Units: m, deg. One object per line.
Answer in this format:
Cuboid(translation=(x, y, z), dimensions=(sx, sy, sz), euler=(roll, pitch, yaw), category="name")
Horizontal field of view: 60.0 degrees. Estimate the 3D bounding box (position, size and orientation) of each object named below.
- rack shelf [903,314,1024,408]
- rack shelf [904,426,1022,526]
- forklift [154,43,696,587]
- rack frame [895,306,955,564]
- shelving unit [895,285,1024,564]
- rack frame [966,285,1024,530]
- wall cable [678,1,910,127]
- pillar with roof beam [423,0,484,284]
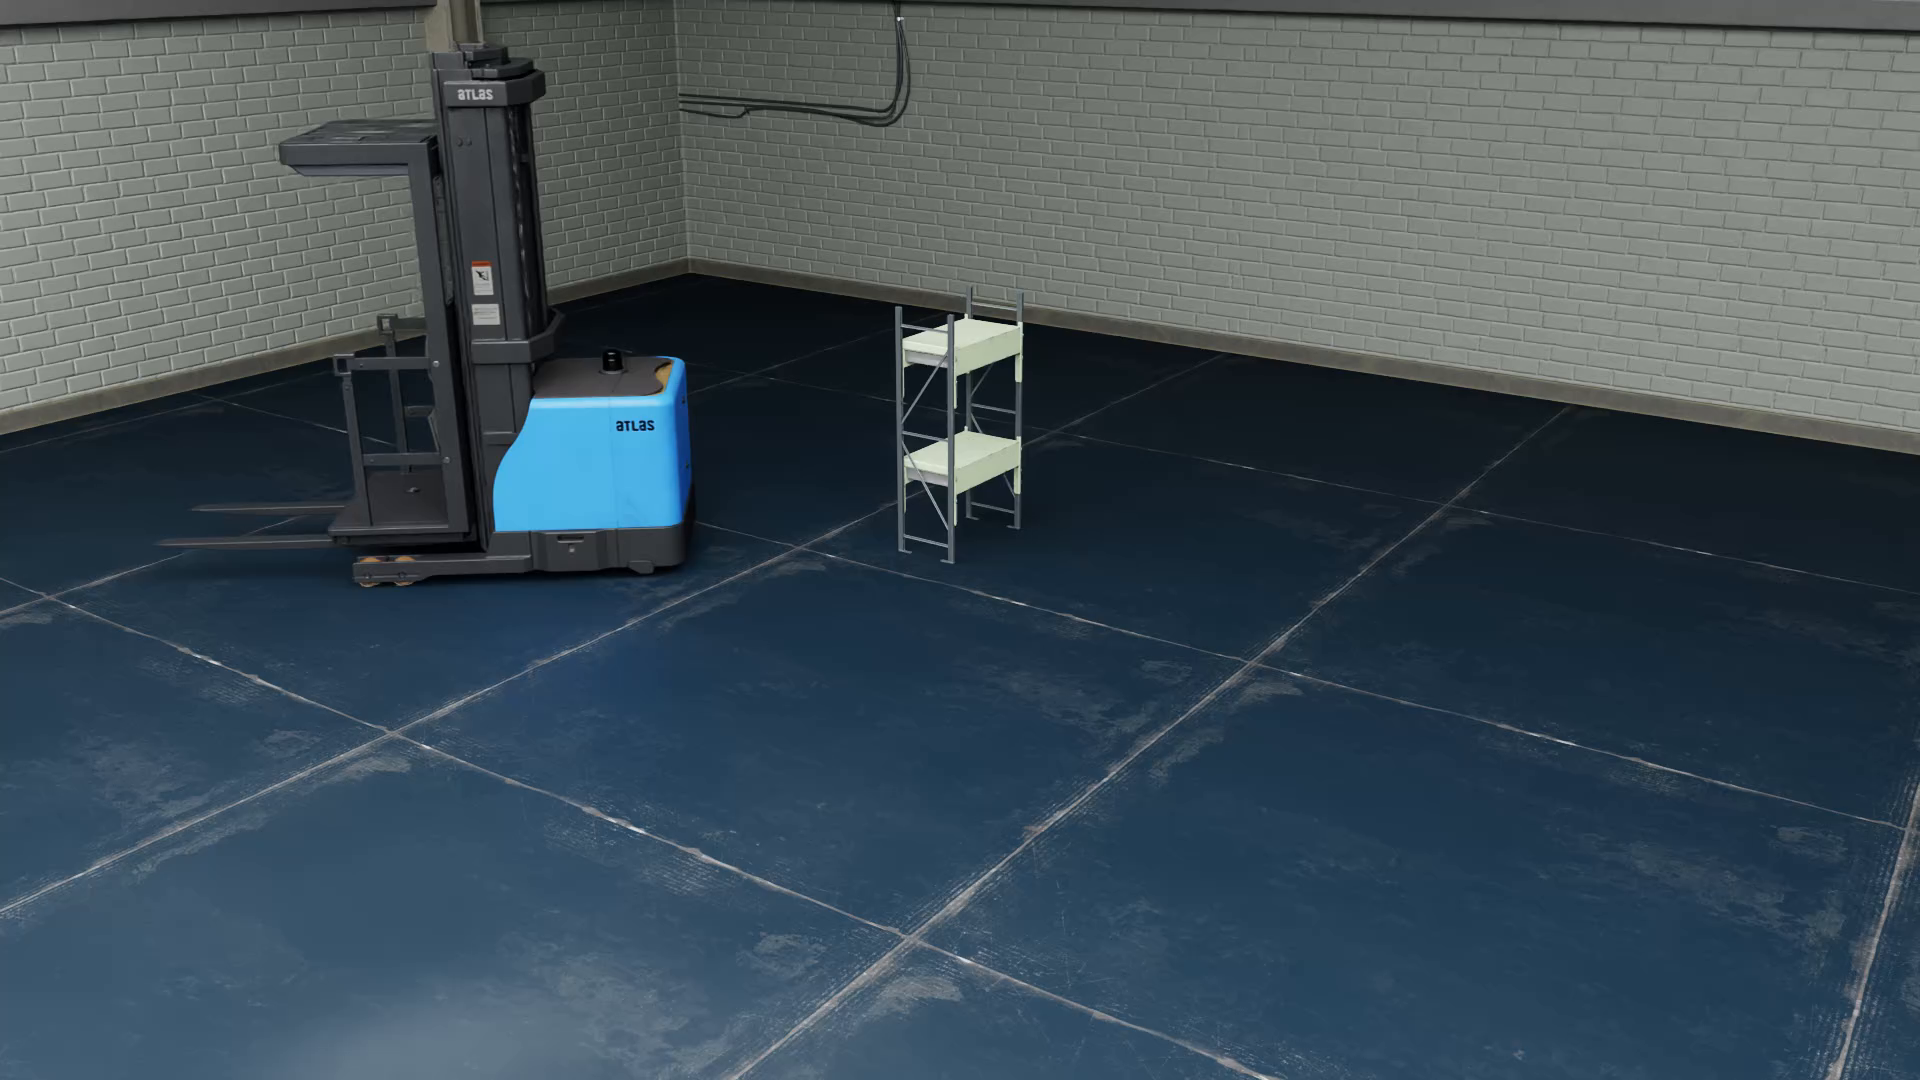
Cuboid(translation=(0.004, -1.071, 9.875), dimensions=(0.431, 0.370, 0.720), euler=(13, 24, 32), category="rack shelf")
Cuboid(translation=(0.004, -0.400, 10.123), dimensions=(0.431, 0.370, 0.720), euler=(13, 24, 32), category="rack shelf")
Cuboid(translation=(-3.147, -1.296, 9.544), dimensions=(3.031, 2.935, 1.130), euler=(-2, 20, -4), category="forklift")
Cuboid(translation=(-0.202, -0.600, 9.726), dimensions=(0.400, 1.500, 0.023), euler=(13, 24, 32), category="rack frame")
Cuboid(translation=(0.004, -0.705, 10.010), dimensions=(0.431, 1.500, 0.755), euler=(13, 24, 32), category="shelving unit")
Cuboid(translation=(0.209, -0.810, 10.294), dimensions=(0.400, 1.500, 0.023), euler=(13, 24, 32), category="rack frame")
Cuboid(translation=(-1.772, -5.398, 16.362), dimensions=(3.097, 2.526, 0.112), euler=(13, 24, 32), category="wall cable")
Cuboid(translation=(-0.962, -5.427, 11.966), dimensions=(9.100, 9.000, 0.400), euler=(13, 24, 32), category="pillar with roof beam")
